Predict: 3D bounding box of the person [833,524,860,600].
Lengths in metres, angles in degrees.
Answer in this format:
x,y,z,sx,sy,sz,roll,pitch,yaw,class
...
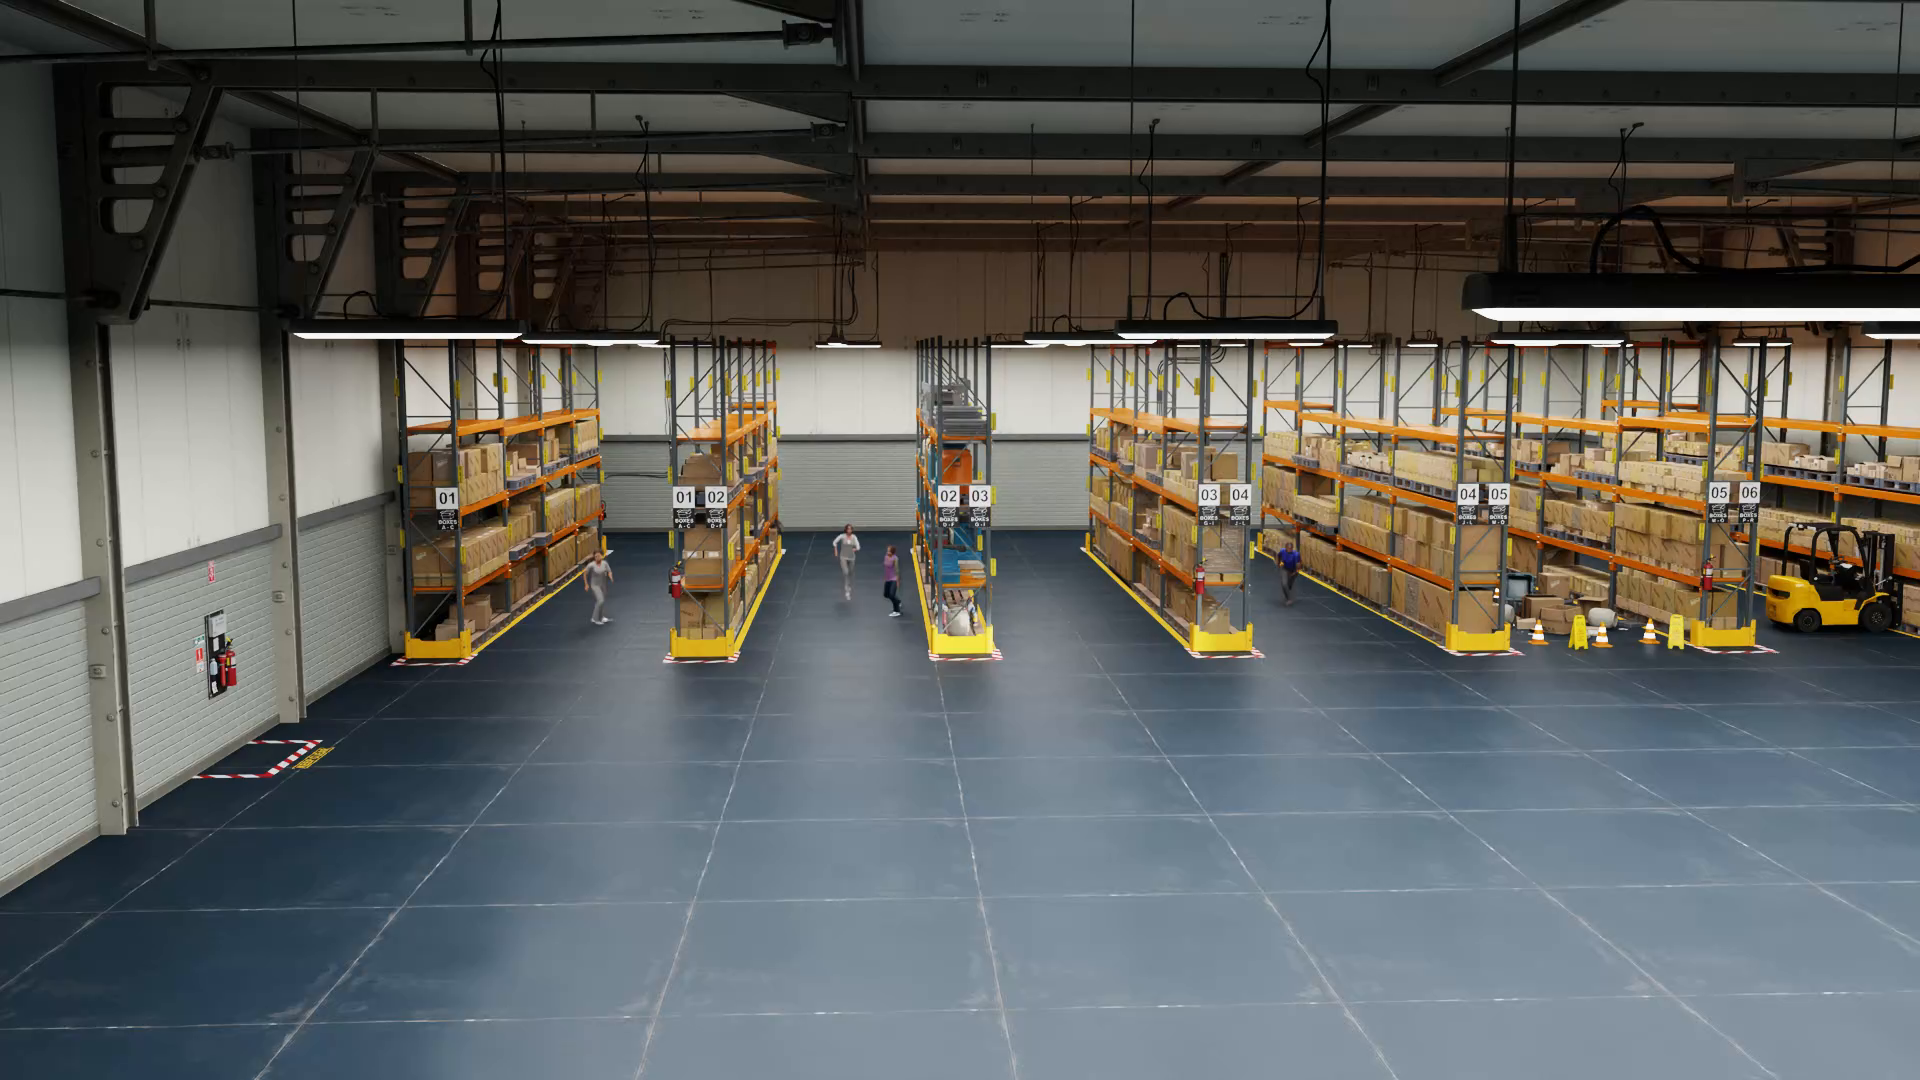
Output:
x,y,z,sx,sy,sz,roll,pitch,yaw,class
-2.501,0.452,36.836,0.571,1.636,0.802,-2,7,-15,person

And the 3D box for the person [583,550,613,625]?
x,y,z,sx,sy,sz,roll,pitch,yaw,class
-7.556,0.993,34.941,0.782,1.626,0.581,5,8,37,person

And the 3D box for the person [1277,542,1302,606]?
x,y,z,sx,sy,sz,roll,pitch,yaw,class
7.480,0.724,37.711,0.561,1.469,1.035,2,7,14,person

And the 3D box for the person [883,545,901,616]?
x,y,z,sx,sy,sz,roll,pitch,yaw,class
-1.433,0.859,36.049,0.565,1.553,0.570,-6,9,-42,person

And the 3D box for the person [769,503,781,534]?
x,y,z,sx,sy,sz,roll,pitch,yaw,class
-5.513,-0.605,48.265,0.602,1.714,0.722,0,6,2,person
